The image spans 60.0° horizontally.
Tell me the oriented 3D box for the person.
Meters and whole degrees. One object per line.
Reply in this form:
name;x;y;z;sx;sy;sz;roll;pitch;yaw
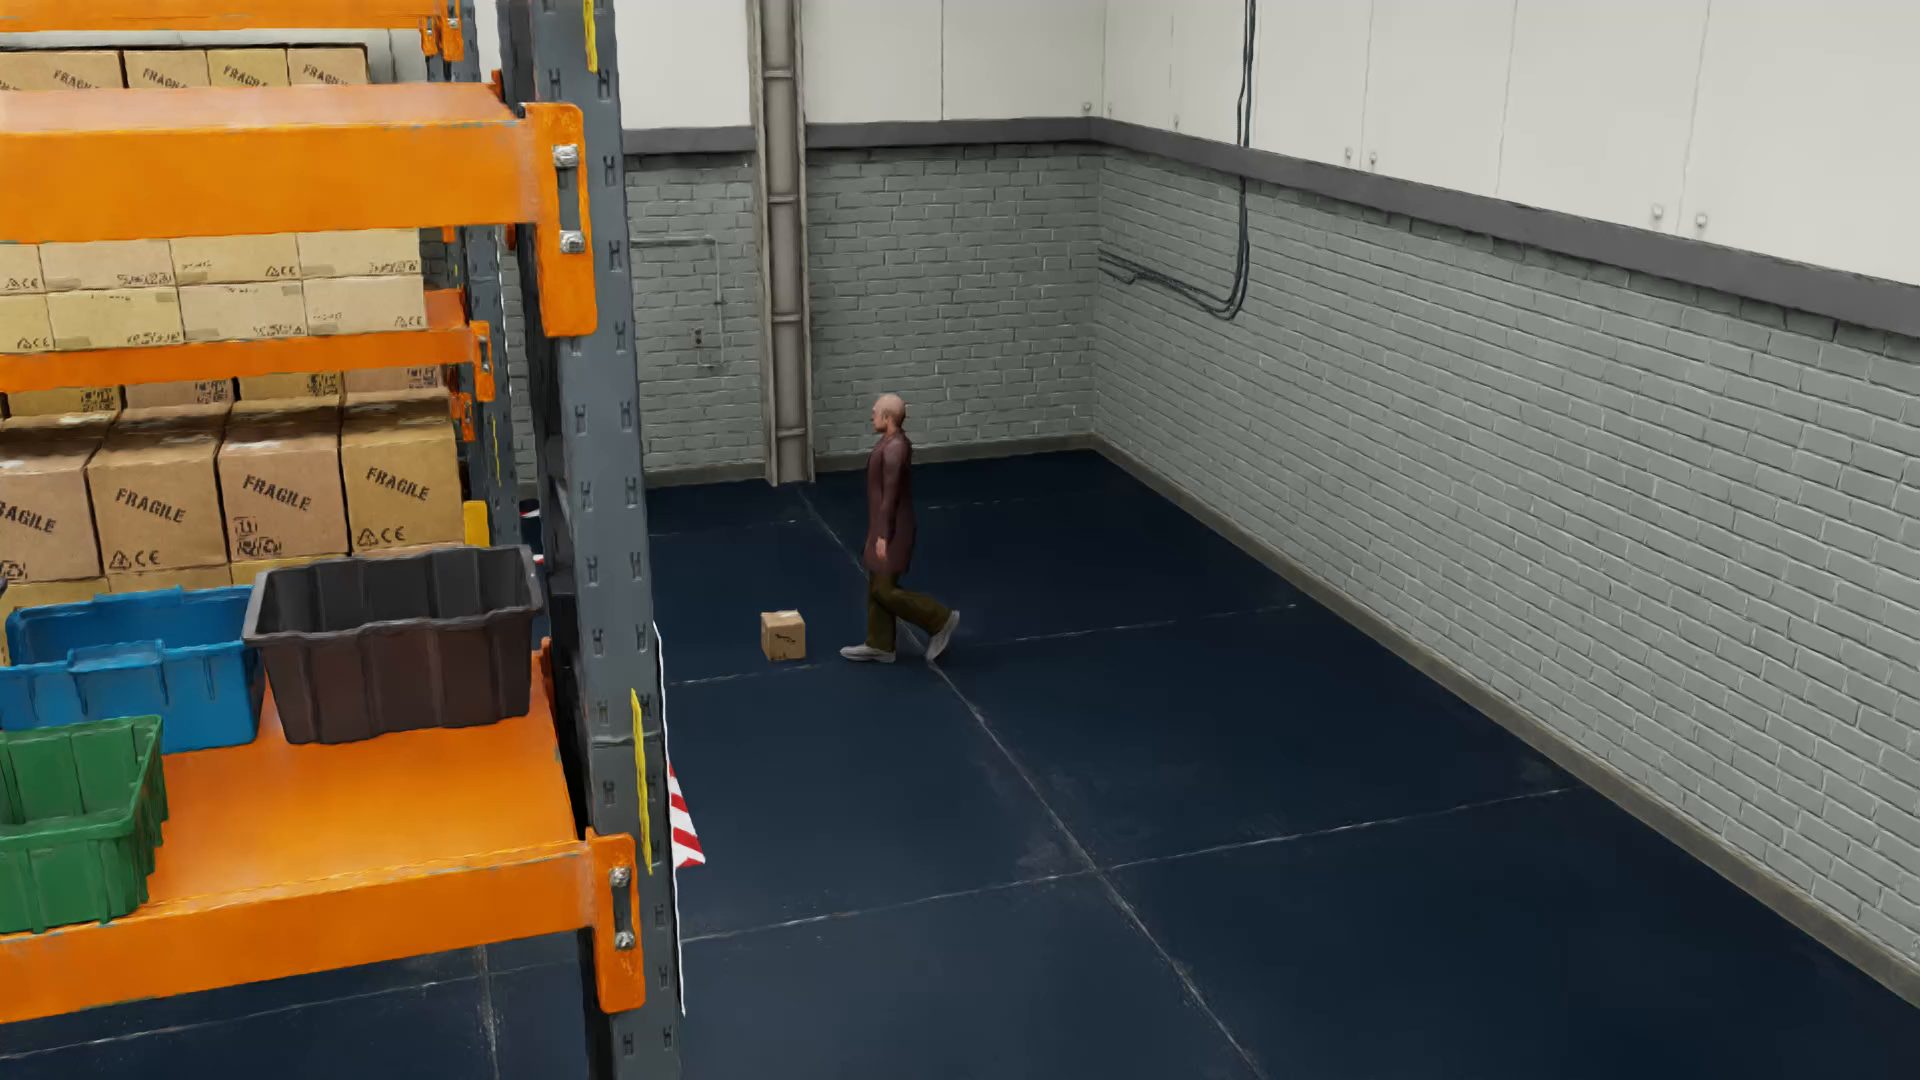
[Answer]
person;-0.397;-0.064;10.769;0.792;1.769;0.611;0;19;0
